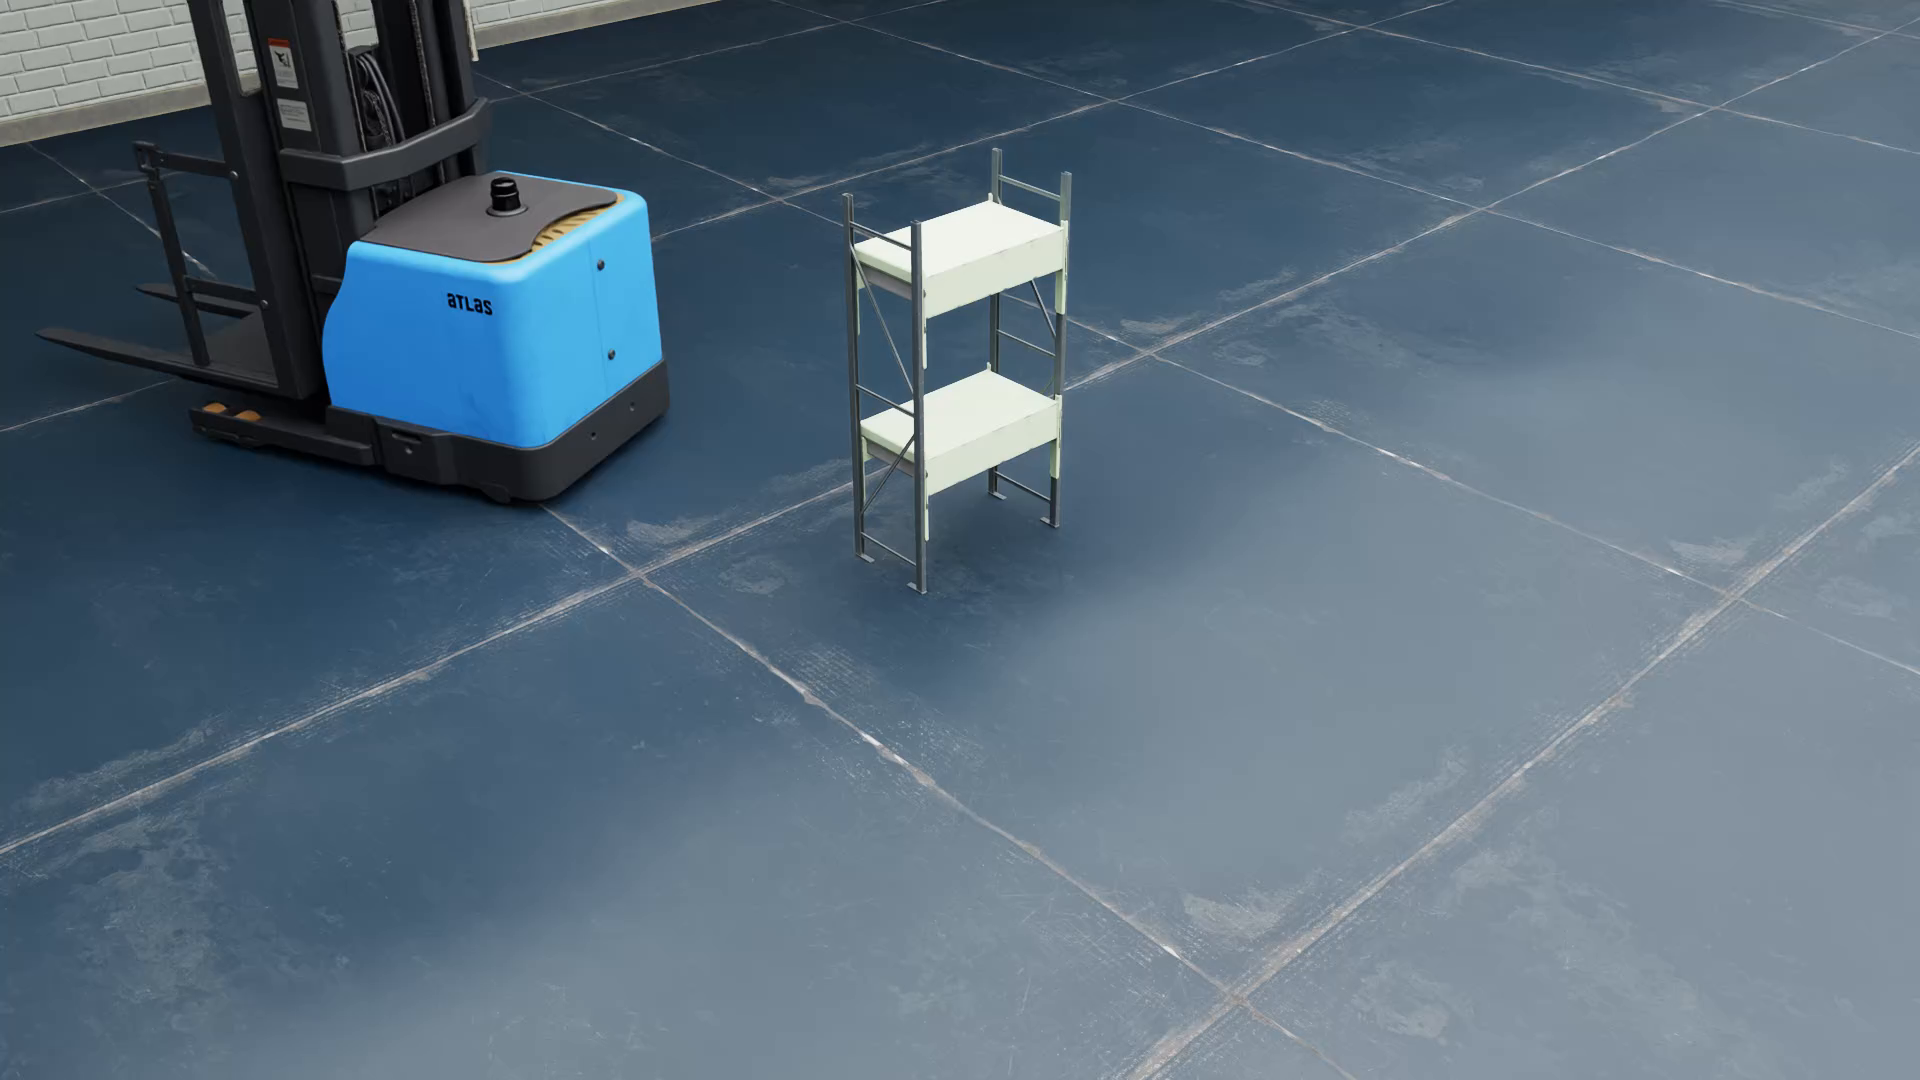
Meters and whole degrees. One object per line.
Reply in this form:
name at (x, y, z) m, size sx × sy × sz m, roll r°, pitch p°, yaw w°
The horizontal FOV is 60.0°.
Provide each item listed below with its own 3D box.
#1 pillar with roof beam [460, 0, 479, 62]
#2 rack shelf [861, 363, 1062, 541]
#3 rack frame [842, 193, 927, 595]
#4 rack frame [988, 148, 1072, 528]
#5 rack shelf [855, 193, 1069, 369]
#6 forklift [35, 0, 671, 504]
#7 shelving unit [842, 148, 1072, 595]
pillar with roof beam at (-1.017, -5.868, 7.720) m, size 0.400 × 9.000 × 9.100 m, roll -26°, pitch 40°, yaw -35°
rack shelf at (-0.005, -0.359, 6.525) m, size 0.720 × 0.370 × 0.431 m, roll -26°, pitch 40°, yaw -35°
rack frame at (-0.273, -0.508, 6.143) m, size 0.023 × 1.500 × 0.400 m, roll -26°, pitch 40°, yaw -35°
rack frame at (0.264, -0.767, 6.567) m, size 0.023 × 1.500 × 0.400 m, roll -26°, pitch 40°, yaw -35°
rack shelf at (-0.005, -0.970, 6.151) m, size 0.720 × 0.370 × 0.431 m, roll -26°, pitch 40°, yaw -35°
forklift at (-2.893, -1.896, 7.042) m, size 3.031 × 2.935 × 1.130 m, roll 13°, pitch 34°, yaw 20°
shelving unit at (-0.005, -0.637, 6.355) m, size 0.755 × 1.500 × 0.431 m, roll -26°, pitch 40°, yaw -35°
